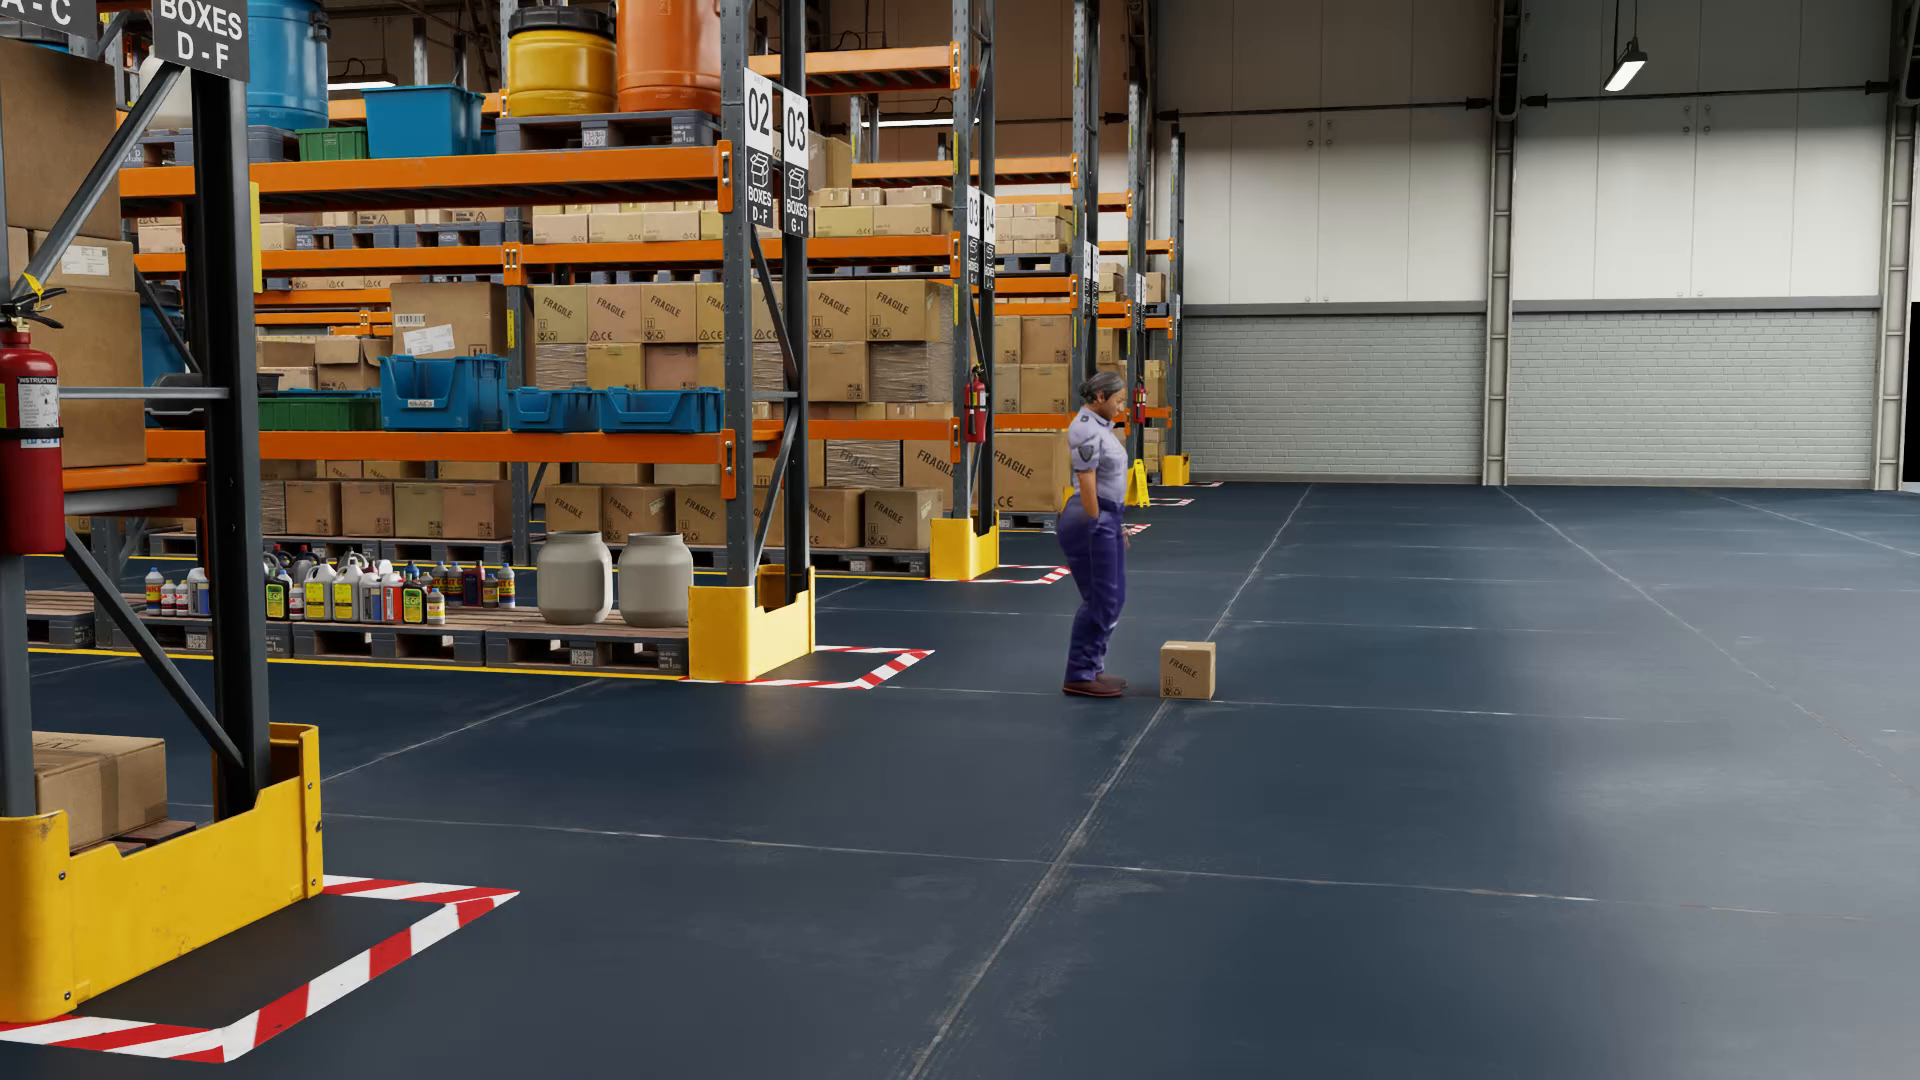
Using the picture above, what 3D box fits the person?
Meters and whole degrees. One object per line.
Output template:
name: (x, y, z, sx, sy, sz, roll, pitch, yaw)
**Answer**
person: (0.684, -0.039, 8.455, 0.343, 1.635, 0.480, 1, 5, 15)
